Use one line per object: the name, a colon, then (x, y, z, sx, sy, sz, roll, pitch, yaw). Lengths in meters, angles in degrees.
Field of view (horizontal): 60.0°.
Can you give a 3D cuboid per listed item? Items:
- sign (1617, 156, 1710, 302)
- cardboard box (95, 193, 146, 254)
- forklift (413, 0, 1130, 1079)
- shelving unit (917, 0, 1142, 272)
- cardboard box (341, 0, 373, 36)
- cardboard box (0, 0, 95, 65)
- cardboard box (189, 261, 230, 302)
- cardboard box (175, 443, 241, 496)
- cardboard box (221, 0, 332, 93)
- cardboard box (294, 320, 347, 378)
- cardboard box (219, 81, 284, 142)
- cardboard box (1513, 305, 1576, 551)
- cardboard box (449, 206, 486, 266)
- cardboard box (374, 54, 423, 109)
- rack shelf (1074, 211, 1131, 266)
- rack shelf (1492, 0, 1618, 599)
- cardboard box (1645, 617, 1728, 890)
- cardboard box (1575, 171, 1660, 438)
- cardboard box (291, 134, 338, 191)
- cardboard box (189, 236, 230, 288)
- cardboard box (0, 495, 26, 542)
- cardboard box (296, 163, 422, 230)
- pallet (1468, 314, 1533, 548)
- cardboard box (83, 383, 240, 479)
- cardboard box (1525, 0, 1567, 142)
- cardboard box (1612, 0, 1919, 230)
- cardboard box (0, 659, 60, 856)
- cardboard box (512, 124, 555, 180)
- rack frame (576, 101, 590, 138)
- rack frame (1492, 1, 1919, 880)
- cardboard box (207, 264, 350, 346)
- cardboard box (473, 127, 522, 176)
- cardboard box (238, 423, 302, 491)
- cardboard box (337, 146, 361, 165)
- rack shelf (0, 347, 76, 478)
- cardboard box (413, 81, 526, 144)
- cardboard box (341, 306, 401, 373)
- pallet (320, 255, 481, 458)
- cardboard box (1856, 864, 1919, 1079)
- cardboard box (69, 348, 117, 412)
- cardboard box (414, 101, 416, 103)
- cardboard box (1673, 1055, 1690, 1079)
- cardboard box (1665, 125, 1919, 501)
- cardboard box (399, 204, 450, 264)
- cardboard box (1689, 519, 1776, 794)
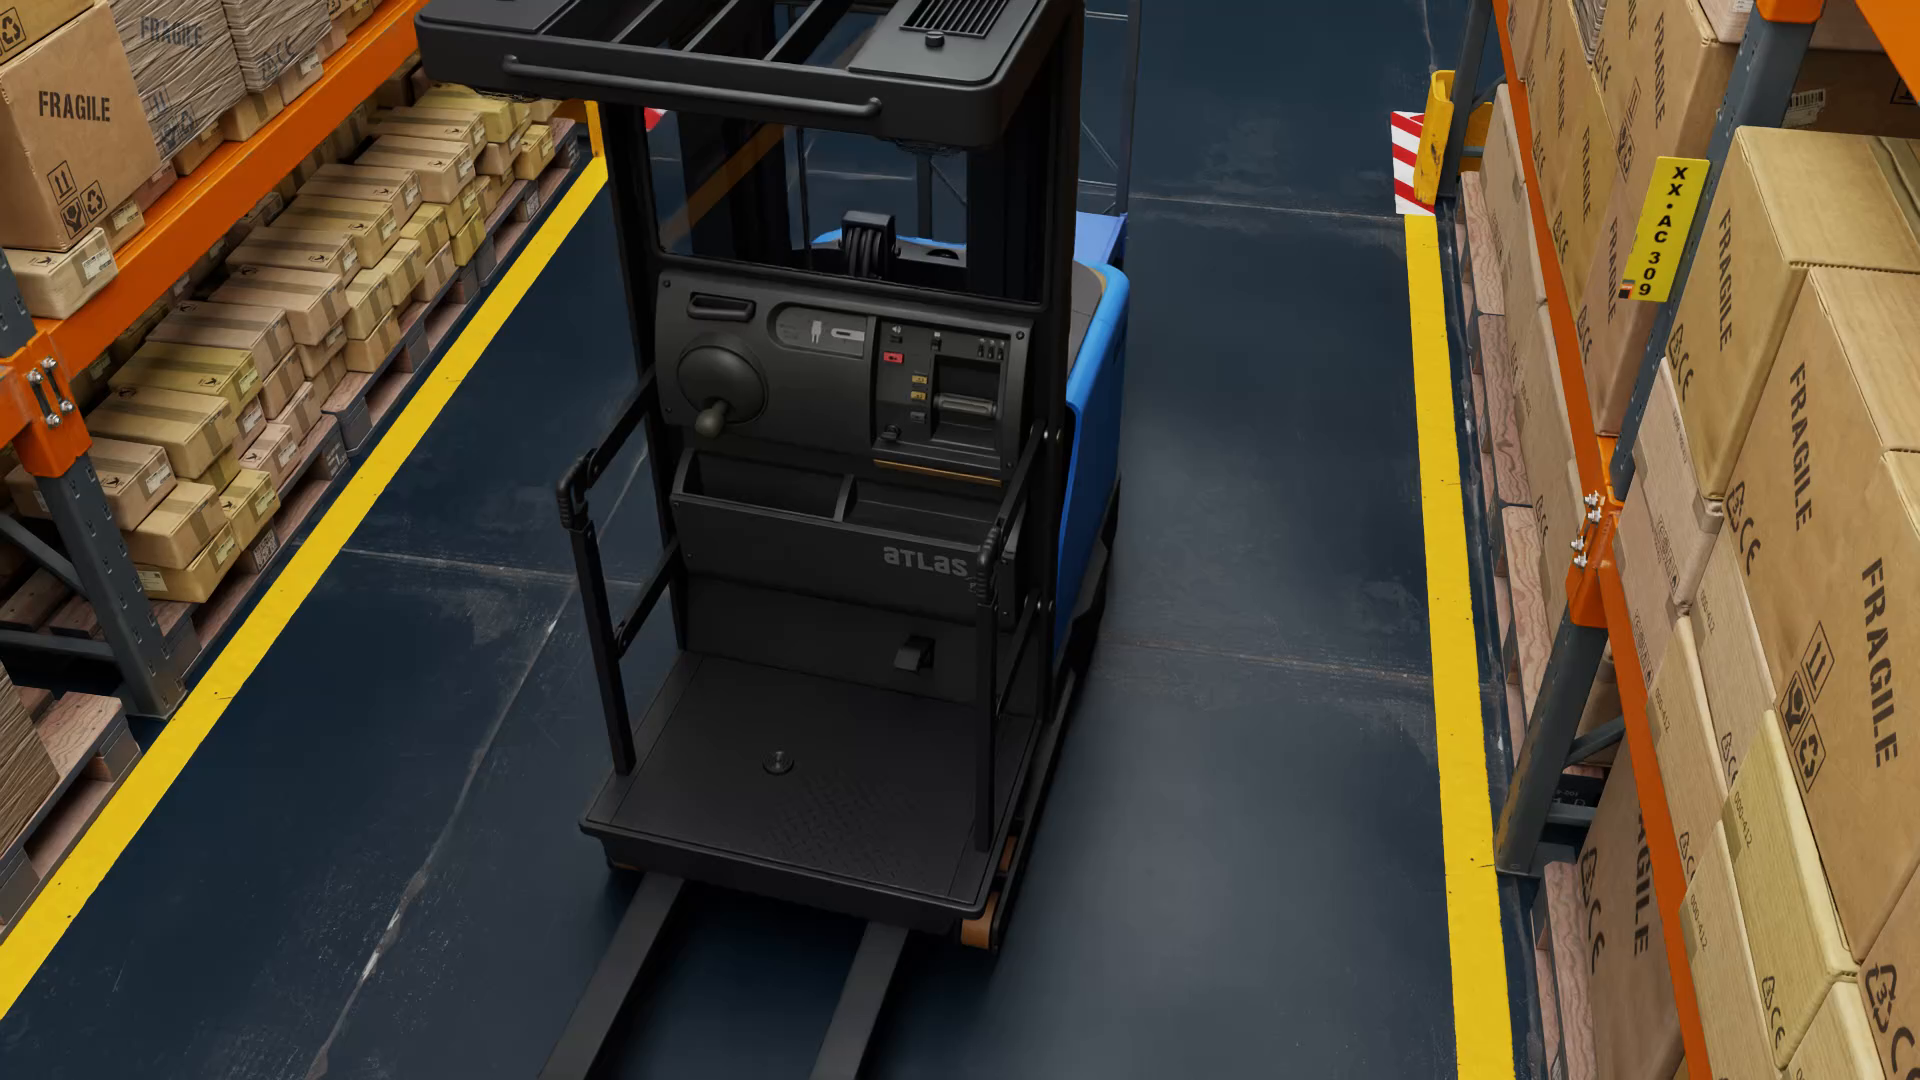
sign: (1.446, -0.636, 3.423, 0.100, 0.325, 0.005, 6, 40, 8)
cardboard box: (-2.557, -0.909, 4.692, 0.380, 0.149, 0.250, 7, 40, 9)
forklift: (-0.347, -0.322, 3.839, 1.130, 2.935, 3.031, 10, 41, 12)
shelving unit: (0.246, -1.023, 5.811, 0.538, 1.500, 1.048, 10, 41, 12)
cardboard box: (-2.326, -1.904, 5.896, 0.380, 0.149, 0.250, 7, 40, 8)
cardboard box: (-2.582, -1.488, 4.100, 0.500, 0.500, 0.500, 7, 40, 9)
cardboard box: (-2.864, -0.920, 6.183, 0.380, 0.149, 0.250, 5, 40, 6)
cardboard box: (-2.567, -0.232, 5.351, 0.380, 0.149, 0.250, 7, 40, 8)
cardboard box: (-2.365, -1.753, 5.205, 0.500, 0.500, 0.500, 6, 40, 7)
cardboard box: (-2.440, -0.728, 5.951, 0.380, 0.149, 0.250, 8, 40, 10)
cardboard box: (-2.402, -1.403, 5.290, 0.380, 0.149, 0.250, 7, 40, 8)
cardboard box: (2.361, -0.330, 5.476, 0.875, 0.438, 0.875, 5, 40, 6)
cardboard box: (-2.181, -1.261, 6.829, 0.380, 0.149, 0.250, 5, 40, 6)
cardboard box: (-2.563, -2.019, 7.278, 0.380, 0.149, 0.250, 7, 40, 8)
rack shelf: (0.246, -0.885, 5.925, 0.538, 0.185, 1.000, 10, 41, 12)
rack shelf: (2.339, -1.189, 5.399, 1.077, 0.370, 4.000, 6, 40, 8)
cardboard box: (1.568, 0.419, 3.007, 0.500, 0.250, 0.500, 5, 40, 7)
cardboard box: (1.821, -0.569, 4.006, 0.500, 0.500, 0.500, 7, 40, 8)
cardboard box: (-2.751, -1.537, 6.696, 0.380, 0.149, 0.250, 8, 40, 9)
cardboard box: (-2.942, -1.065, 6.124, 0.380, 0.149, 0.250, 5, 40, 6)
cardboard box: (-3.159, -0.104, 5.196, 0.380, 0.149, 0.250, 7, 40, 9)
cardboard box: (-2.324, -1.325, 6.439, 0.380, 0.149, 0.250, 5, 40, 6)
pallet: (2.410, -0.373, 6.035, 1.003, 0.211, 1.213, 6, 40, 8)
cardboard box: (-2.531, -0.346, 5.255, 0.380, 0.149, 0.250, 8, 40, 10)
cardboard box: (2.083, -1.536, 5.176, 0.500, 0.500, 0.500, 8, 40, 9)
cardboard box: (1.802, -0.962, 3.696, 0.500, 0.500, 0.500, 6, 40, 7)
cardboard box: (-2.780, 0.600, 4.302, 0.500, 0.500, 0.500, 6, 40, 7)
cardboard box: (-2.038, -1.741, 7.410, 0.380, 0.149, 0.250, 8, 40, 9)
rack frame: (-2.208, -3.204, 7.271, 1.000, 3.000, 0.127, 6, 40, 8)
rack frame: (1.993, -0.211, 3.651, 1.000, 3.000, 0.127, 6, 40, 8)
cardboard box: (-2.388, -0.827, 5.837, 0.380, 0.149, 0.250, 7, 40, 9)
cardboard box: (-2.106, -1.693, 7.118, 0.380, 0.149, 0.250, 5, 40, 6)
cardboard box: (-2.483, -0.279, 5.641, 0.380, 0.149, 0.250, 6, 40, 7)
cardboard box: (-2.761, -1.603, 7.009, 0.380, 0.149, 0.250, 8, 40, 9)
rack shelf: (-3.246, 0.839, 2.946, 1.077, 0.370, 4.000, 6, 40, 8)
cardboard box: (-2.070, -1.808, 7.024, 0.380, 0.149, 0.250, 6, 40, 7)
cardboard box: (-2.336, -0.769, 6.233, 0.380, 0.149, 0.250, 5, 40, 6)
pallet: (-2.610, -0.812, 6.567, 1.003, 0.211, 1.213, 6, 40, 8)
cardboard box: (1.400, 0.571, 1.842, 0.500, 0.500, 0.500, 6, 40, 7)
cardboard box: (-3.054, -0.560, 5.514, 0.380, 0.149, 0.250, 6, 40, 7)
cardboard box: (-2.552, -2.081, 7.587, 0.380, 0.149, 0.250, 8, 40, 10)
cardboard box: (1.815, 1.412, 3.027, 0.875, 0.875, 0.875, 7, 40, 9)
cardboard box: (1.633, -0.391, 3.005, 0.500, 0.500, 0.500, 7, 40, 8)
cardboard box: (-2.246, -1.207, 6.531, 0.380, 0.149, 0.250, 8, 40, 10)
cardboard box: (1.576, 0.229, 2.844, 0.500, 0.250, 0.500, 7, 40, 8)
